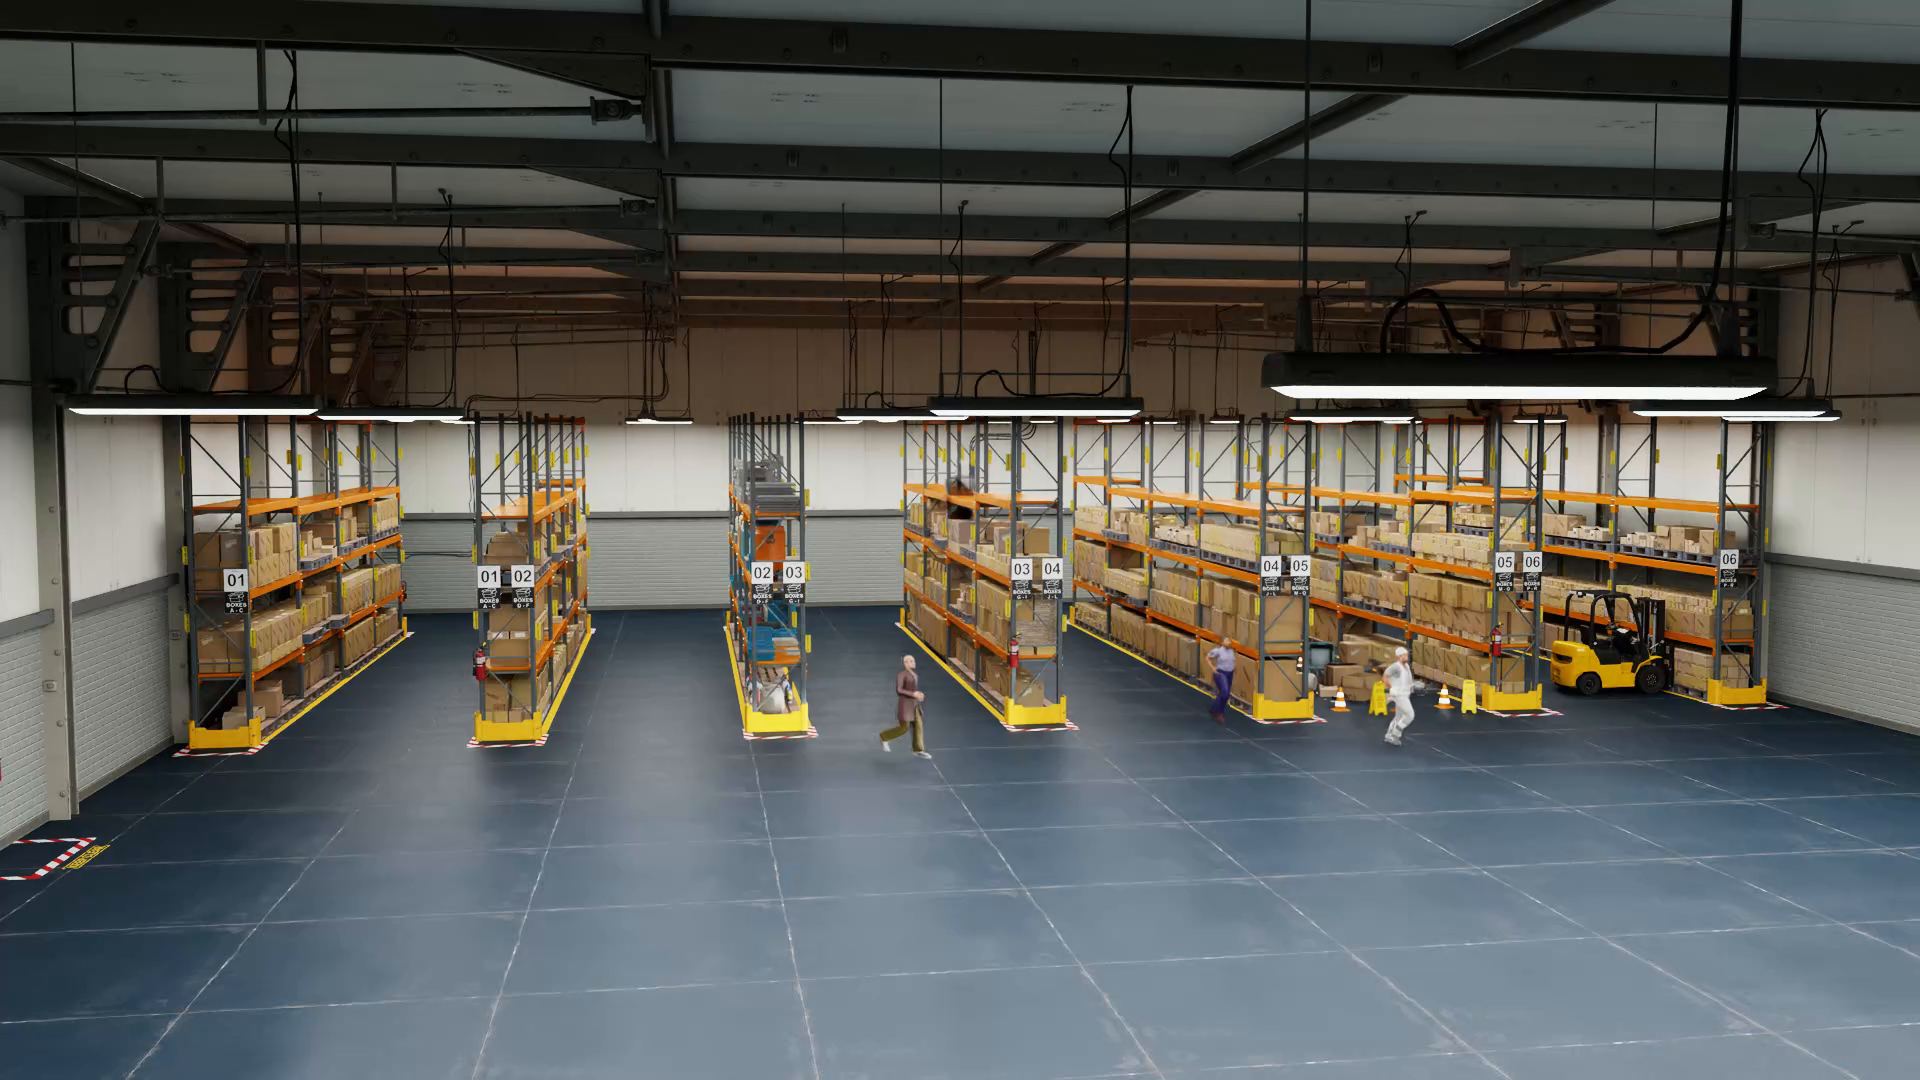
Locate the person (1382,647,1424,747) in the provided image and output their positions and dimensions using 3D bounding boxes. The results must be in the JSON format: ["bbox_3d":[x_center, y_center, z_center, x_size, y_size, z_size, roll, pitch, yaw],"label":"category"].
[{"bbox_3d":[7.936,2.810,29.786,0.678,1.776,0.633,3,5,37],"label":"person"}]

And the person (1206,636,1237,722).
[{"bbox_3d":[5.154,2.715,32.491,0.634,1.700,0.637,-3,5,-33],"label":"person"}]

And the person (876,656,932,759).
[{"bbox_3d":[-0.943,2.883,28.834,1.001,1.784,0.718,2,4,25],"label":"person"}]

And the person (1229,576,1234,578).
[{"bbox_3d":[8.419,1.423,50.732,0.686,1.711,0.711,1,4,16],"label":"person"}]

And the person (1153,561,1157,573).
[{"bbox_3d":[5.858,1.474,50.211,0.896,1.691,0.559,0,4,-4],"label":"person"}]
